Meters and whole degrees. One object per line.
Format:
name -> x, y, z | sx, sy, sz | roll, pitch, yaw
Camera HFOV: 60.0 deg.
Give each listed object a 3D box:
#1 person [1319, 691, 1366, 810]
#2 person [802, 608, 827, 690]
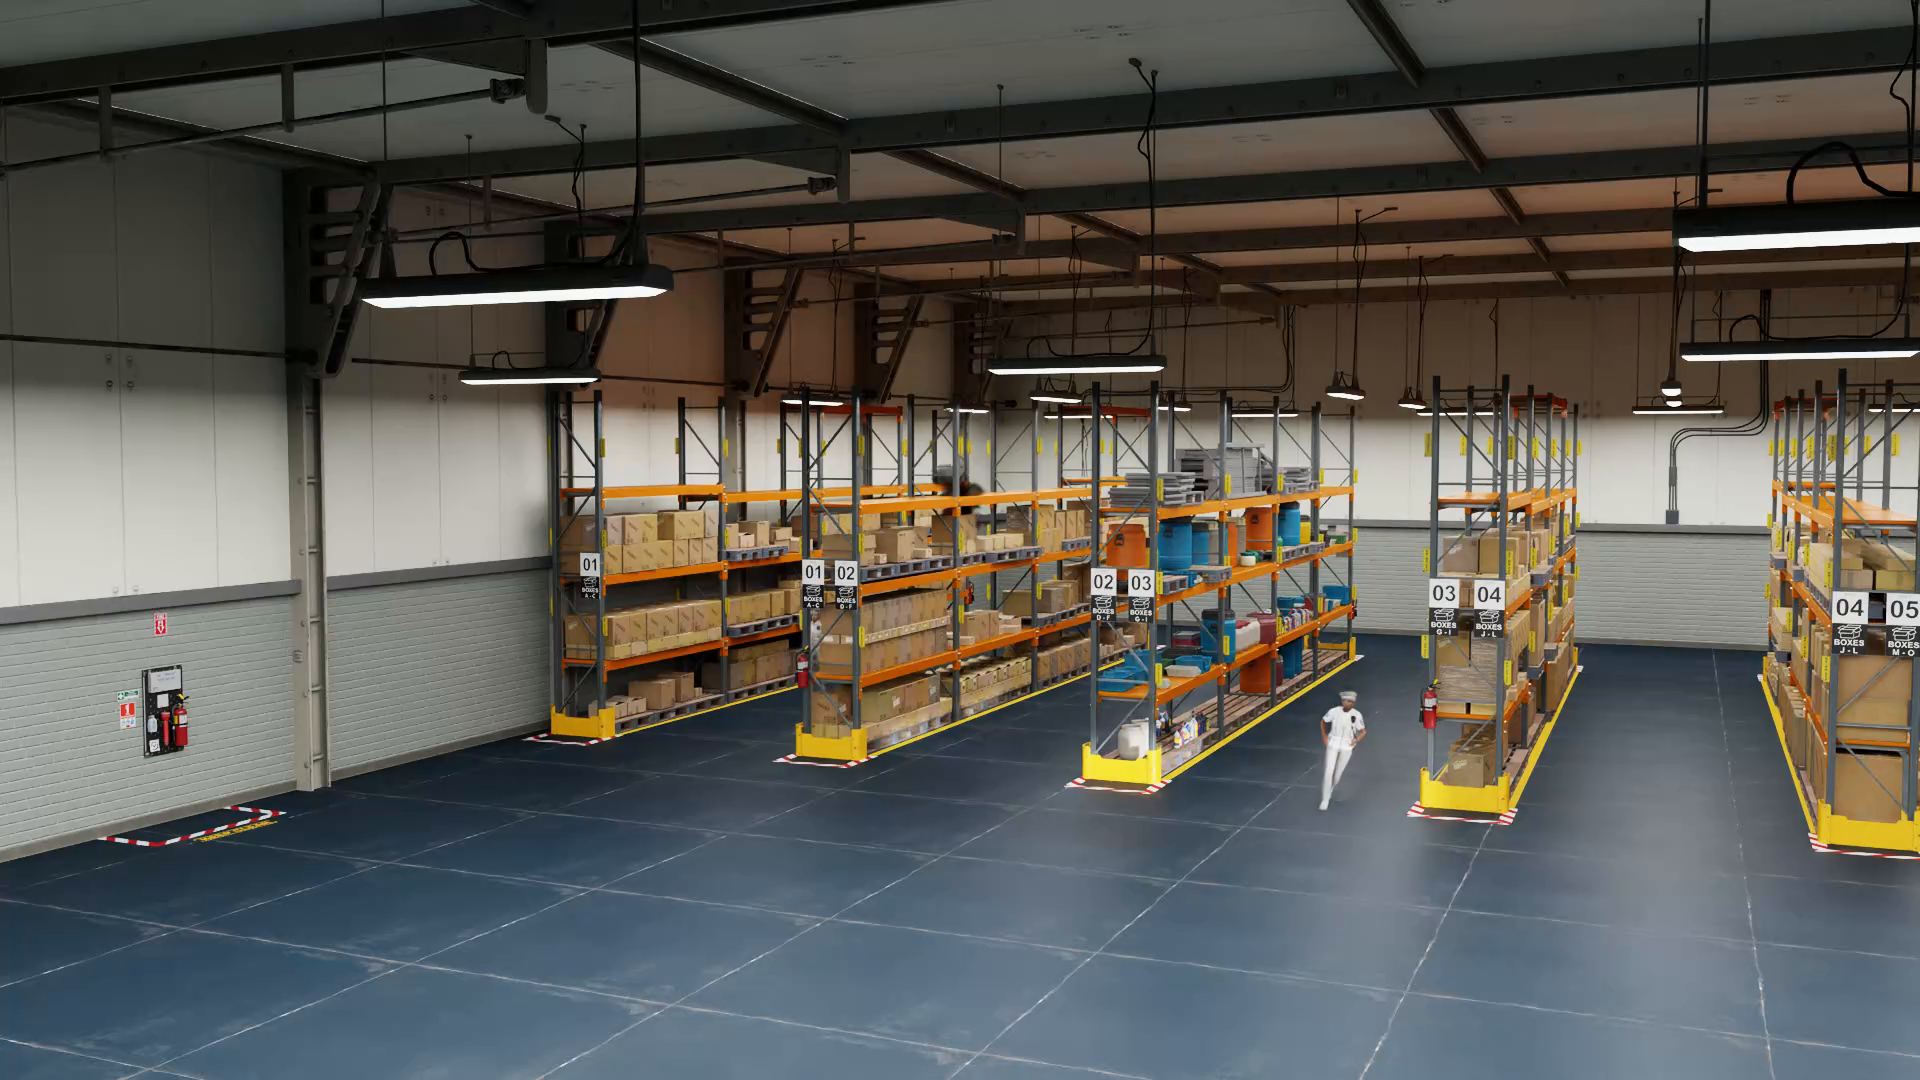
person -> 5.351, 2.928, 23.301 | 0.642, 1.673, 0.757 | 1, 3, 10
person -> -2.741, 2.121, 31.405 | 0.599, 1.718, 0.809 | 1, 3, 14
